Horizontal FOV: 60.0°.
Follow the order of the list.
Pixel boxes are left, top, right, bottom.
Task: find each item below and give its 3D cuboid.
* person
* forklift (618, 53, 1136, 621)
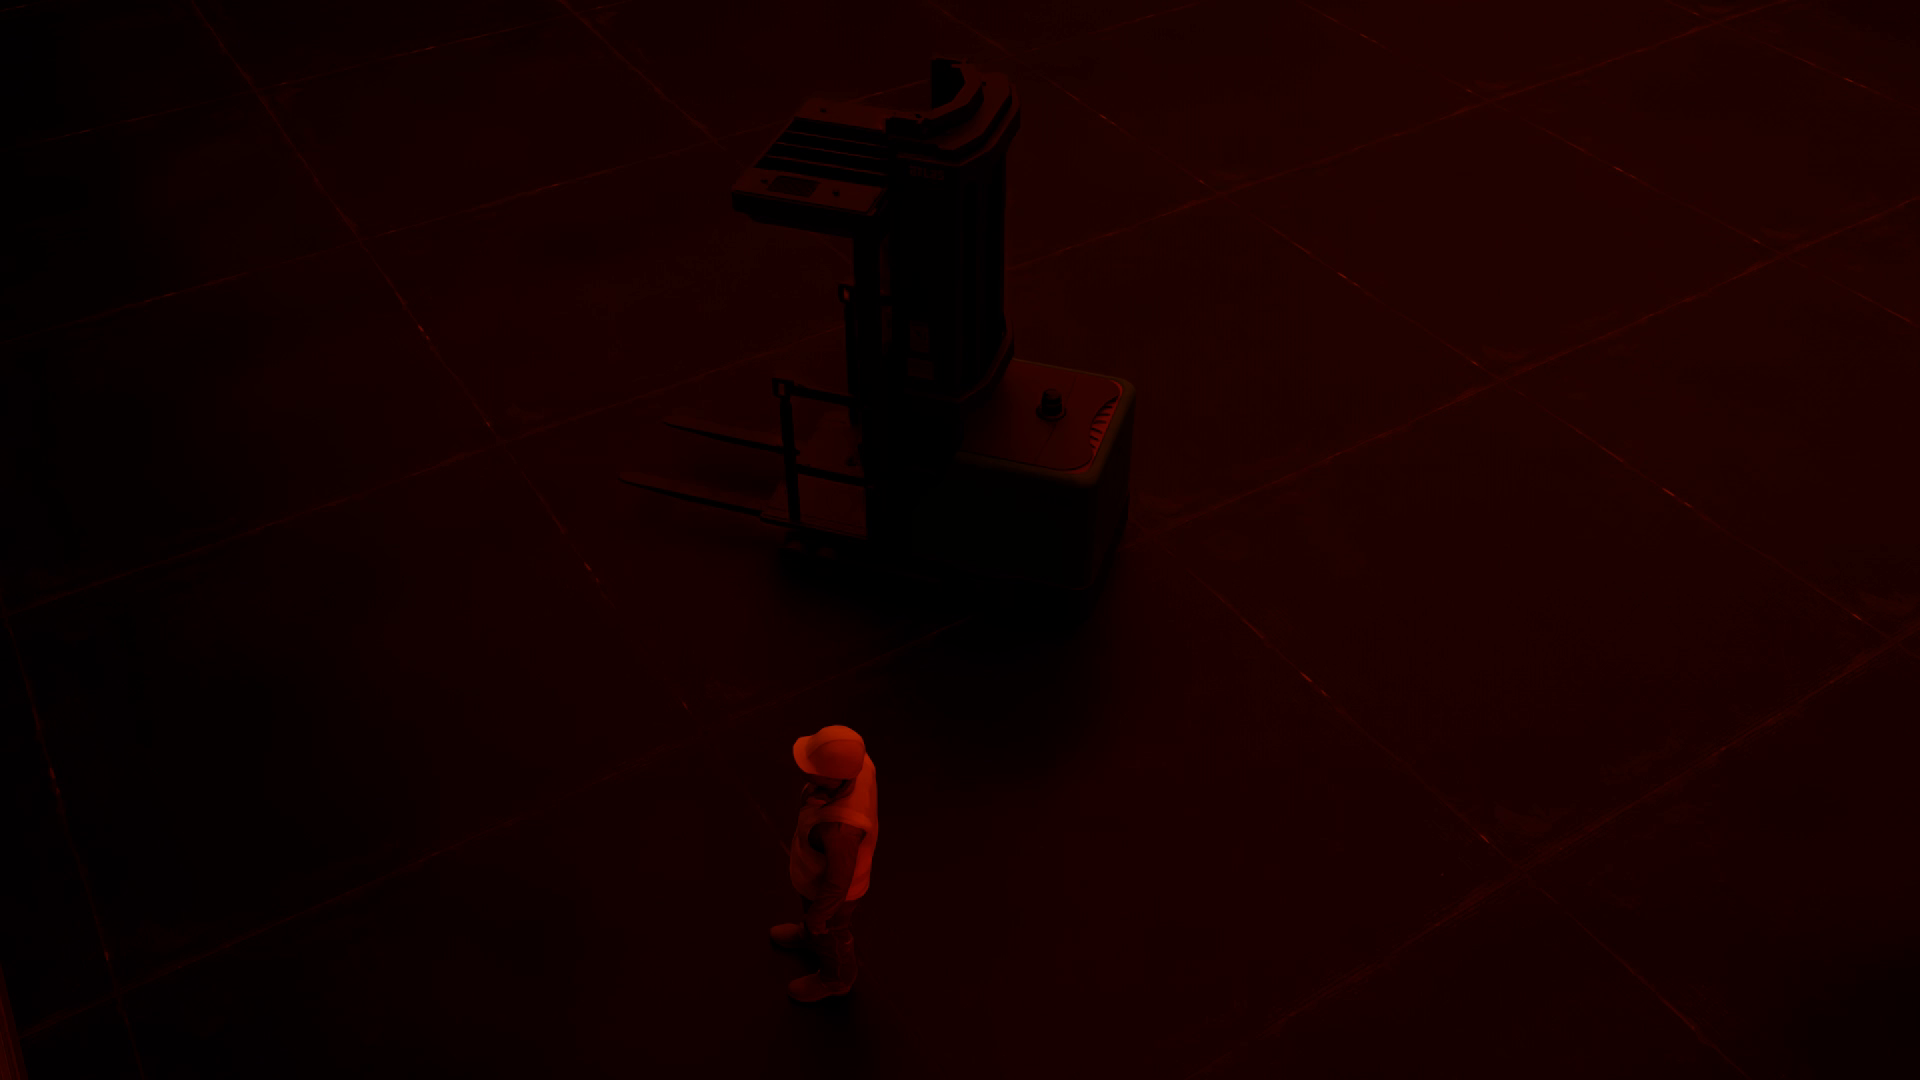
[{"bbox_3d":[-0.627,1.393,7.145,0.570,1.773,0.630,0,41,0],"label":"person"},{"bbox_3d":[-0.556,-1.213,9.259,3.031,2.935,1.130,12,43,14],"label":"forklift"}]
